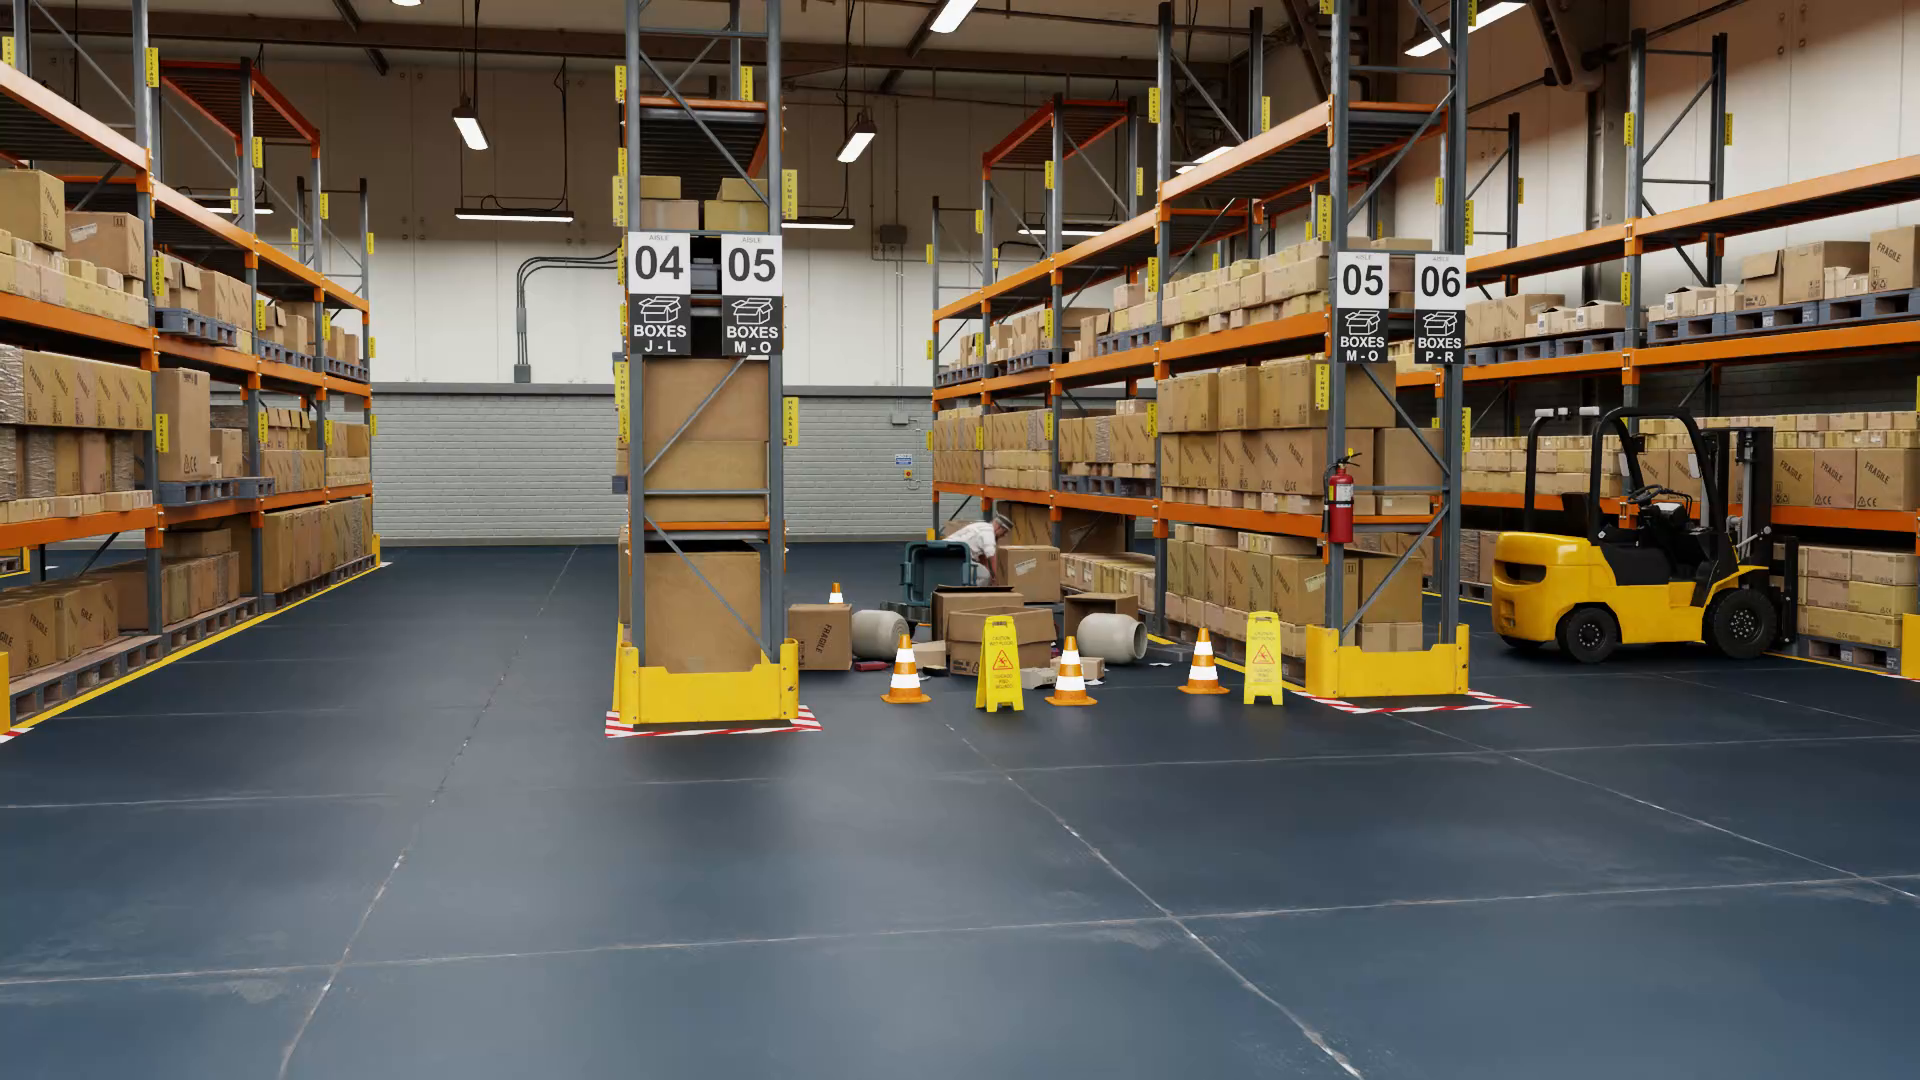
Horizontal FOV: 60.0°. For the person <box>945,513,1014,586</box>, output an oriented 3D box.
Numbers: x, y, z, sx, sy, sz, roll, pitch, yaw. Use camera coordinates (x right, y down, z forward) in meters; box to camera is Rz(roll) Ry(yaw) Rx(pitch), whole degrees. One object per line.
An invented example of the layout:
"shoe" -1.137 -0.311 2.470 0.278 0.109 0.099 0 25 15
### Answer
"person" 0.155 0.259 18.376 0.928 1.100 0.568 -1 3 -12
